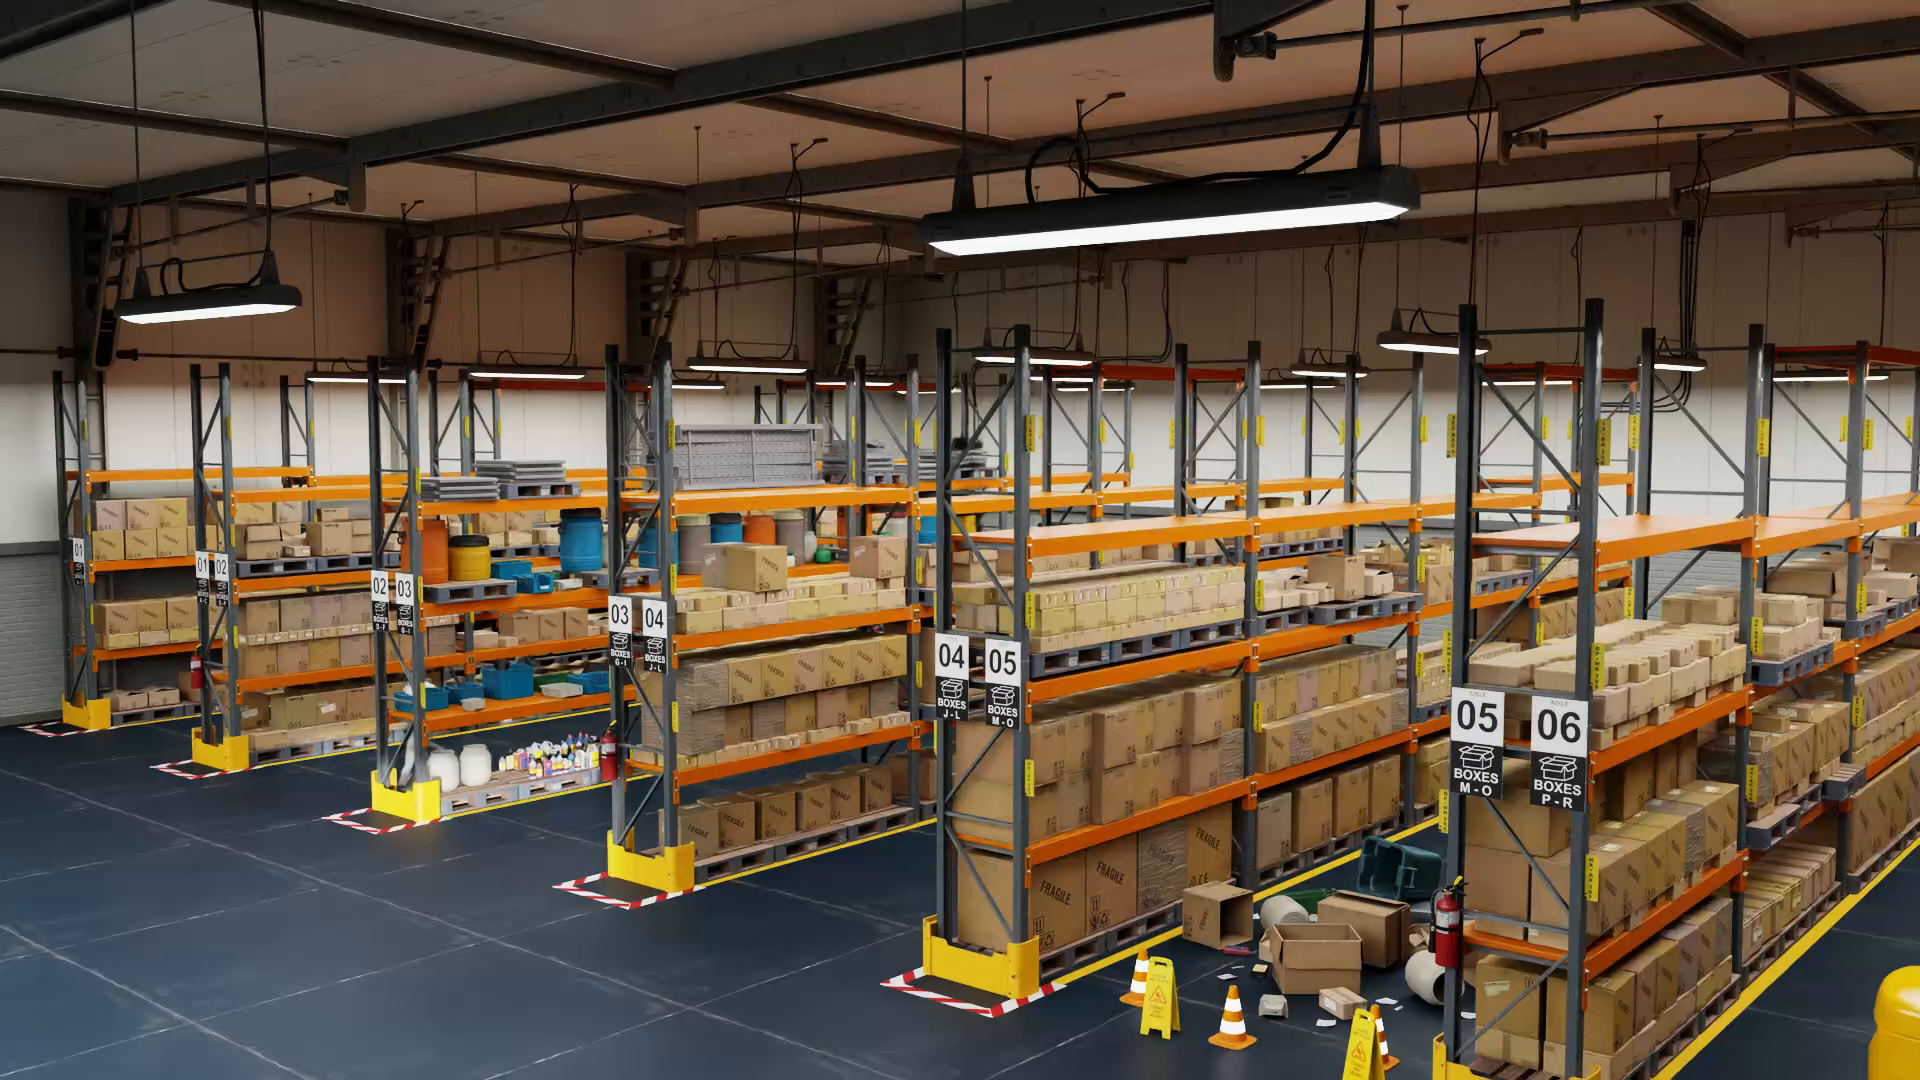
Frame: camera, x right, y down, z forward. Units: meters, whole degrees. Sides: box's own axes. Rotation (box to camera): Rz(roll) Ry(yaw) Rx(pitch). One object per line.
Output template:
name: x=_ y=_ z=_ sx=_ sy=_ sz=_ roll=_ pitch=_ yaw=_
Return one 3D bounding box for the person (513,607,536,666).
person: x=-8.349 y=1.976 z=31.994 sx=0.662 sy=1.828 sz=0.903 roll=3 pitch=5 yaw=35

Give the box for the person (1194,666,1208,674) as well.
person: x=3.545 y=2.626 z=24.488 sx=0.535 sy=1.542 sz=0.567 roll=4 pitch=5 yaw=41

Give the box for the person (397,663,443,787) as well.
person: x=-7.750 y=2.609 z=23.880 sx=0.578 sy=1.739 sz=0.996 roll=3 pitch=5 yaw=37
